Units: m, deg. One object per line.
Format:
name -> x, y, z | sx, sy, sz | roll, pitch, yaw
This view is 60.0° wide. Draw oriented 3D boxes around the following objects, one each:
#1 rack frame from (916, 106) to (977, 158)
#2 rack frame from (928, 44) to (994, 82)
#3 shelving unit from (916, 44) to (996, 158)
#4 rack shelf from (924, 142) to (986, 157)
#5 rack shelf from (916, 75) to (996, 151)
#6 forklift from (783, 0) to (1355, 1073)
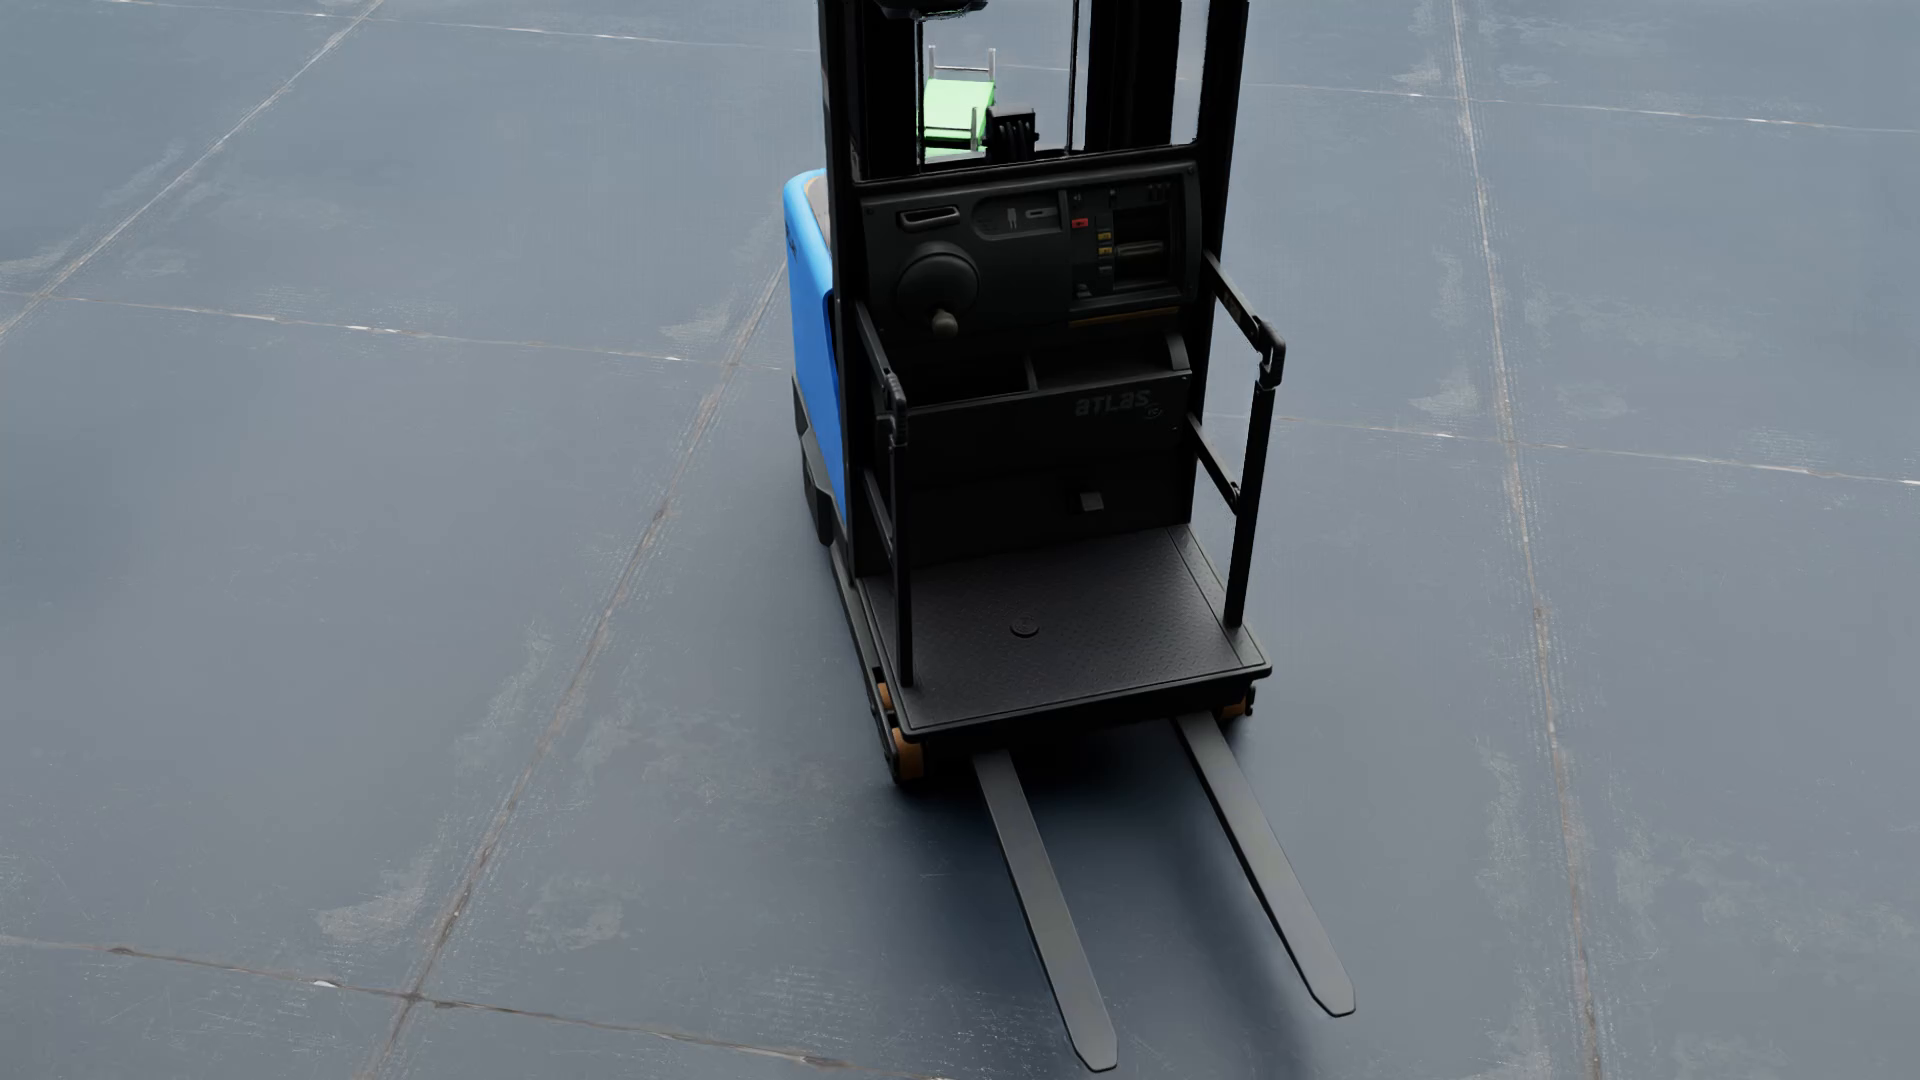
rack frame -> -0.063, -1.017, 6.039 | 0.240, 1.200, 0.015 | 5, 40, 6
rack frame -> 0.004, -1.325, 6.412 | 0.240, 1.200, 0.015 | 5, 40, 6
shelving unit -> -0.029, -1.171, 6.225 | 0.258, 1.200, 0.503 | 5, 40, 6
rack shelf -> -0.029, -1.307, 6.113 | 0.258, 0.148, 0.480 | 5, 40, 6
rack shelf -> -0.029, -1.492, 5.960 | 0.258, 0.148, 0.480 | 5, 40, 6
forklift -> 0.256, -0.698, 4.294 | 1.130, 2.935, 3.031 | -9, 40, -11
